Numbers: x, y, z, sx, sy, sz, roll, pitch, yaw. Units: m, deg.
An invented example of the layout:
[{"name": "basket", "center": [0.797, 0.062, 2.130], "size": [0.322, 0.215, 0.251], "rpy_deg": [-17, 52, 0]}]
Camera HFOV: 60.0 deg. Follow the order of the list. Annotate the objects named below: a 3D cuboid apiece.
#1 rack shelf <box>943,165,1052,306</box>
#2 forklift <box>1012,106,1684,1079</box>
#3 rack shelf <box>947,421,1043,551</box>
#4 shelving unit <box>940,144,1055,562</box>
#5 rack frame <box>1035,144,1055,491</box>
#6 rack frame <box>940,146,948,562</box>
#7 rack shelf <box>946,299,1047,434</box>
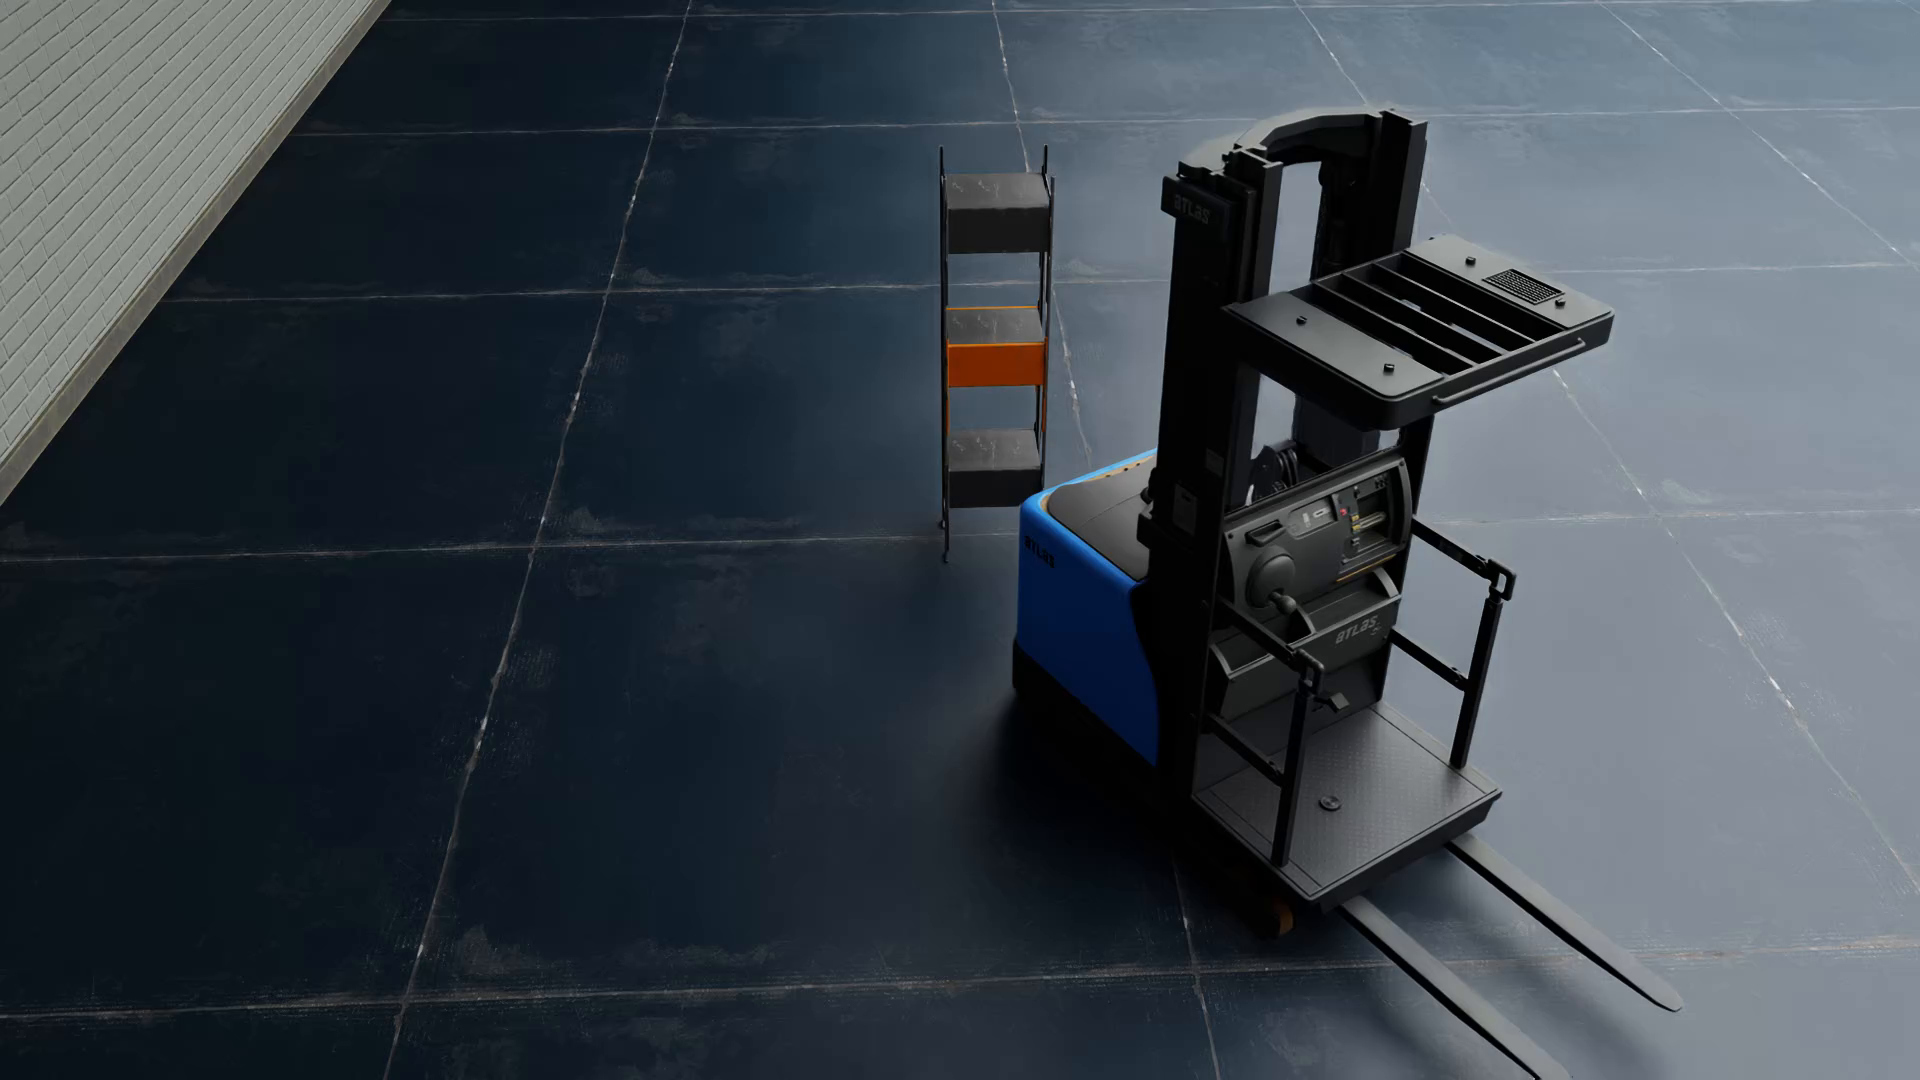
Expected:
[{"name": "rack shelf", "center": [0.165, -1.432, 7.805], "size": [0.480, 0.518, 0.431], "rpy_deg": [-2, 35, -2]}, {"name": "forklift", "center": [1.483, 0.043, 6.149], "size": [1.130, 2.935, 3.031], "rpy_deg": [-21, 40, -27]}, {"name": "rack shelf", "center": [0.165, -0.281, 8.601], "size": [0.480, 0.518, 0.431], "rpy_deg": [-2, 35, -2]}, {"name": "shelving unit", "center": [0.165, -0.868, 8.195], "size": [0.503, 2.100, 0.431], "rpy_deg": [-2, 35, -2]}, {"name": "rack frame", "center": [0.409, -0.874, 8.205], "size": [0.015, 2.100, 0.400], "rpy_deg": [-2, 35, -2]}, {"name": "rack frame", "center": [-0.078, -0.861, 8.186], "size": [0.015, 2.100, 0.400], "rpy_deg": [-2, 35, -2]}, {"name": "rack shelf", "center": [0.165, -0.857, 8.203], "size": [0.480, 0.518, 0.431], "rpy_deg": [-2, 35, -2]}]
